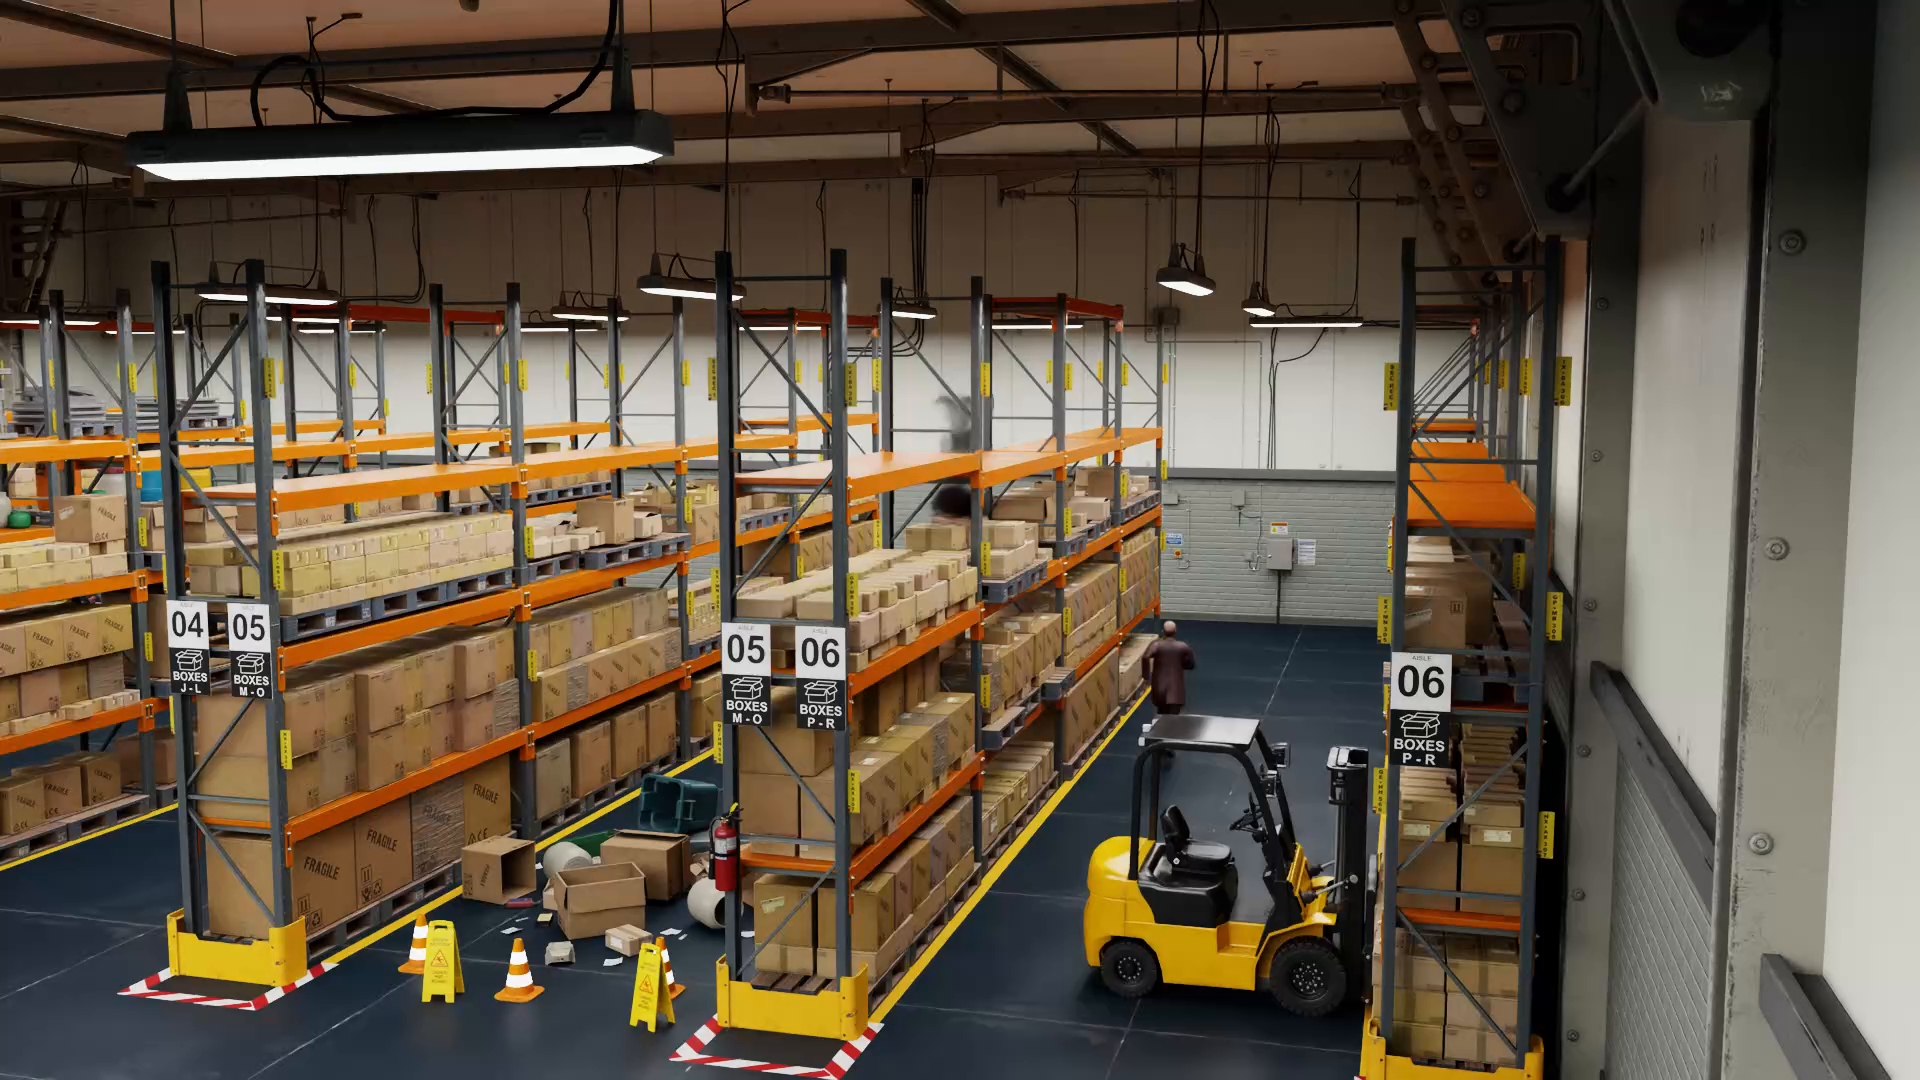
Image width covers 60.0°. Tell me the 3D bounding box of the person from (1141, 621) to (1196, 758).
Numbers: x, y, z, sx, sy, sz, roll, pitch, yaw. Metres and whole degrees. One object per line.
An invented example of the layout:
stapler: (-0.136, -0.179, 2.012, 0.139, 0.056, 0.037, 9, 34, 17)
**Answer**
person: (2.723, 2.068, 21.728, 0.680, 1.621, 0.976, 1, 6, 12)
